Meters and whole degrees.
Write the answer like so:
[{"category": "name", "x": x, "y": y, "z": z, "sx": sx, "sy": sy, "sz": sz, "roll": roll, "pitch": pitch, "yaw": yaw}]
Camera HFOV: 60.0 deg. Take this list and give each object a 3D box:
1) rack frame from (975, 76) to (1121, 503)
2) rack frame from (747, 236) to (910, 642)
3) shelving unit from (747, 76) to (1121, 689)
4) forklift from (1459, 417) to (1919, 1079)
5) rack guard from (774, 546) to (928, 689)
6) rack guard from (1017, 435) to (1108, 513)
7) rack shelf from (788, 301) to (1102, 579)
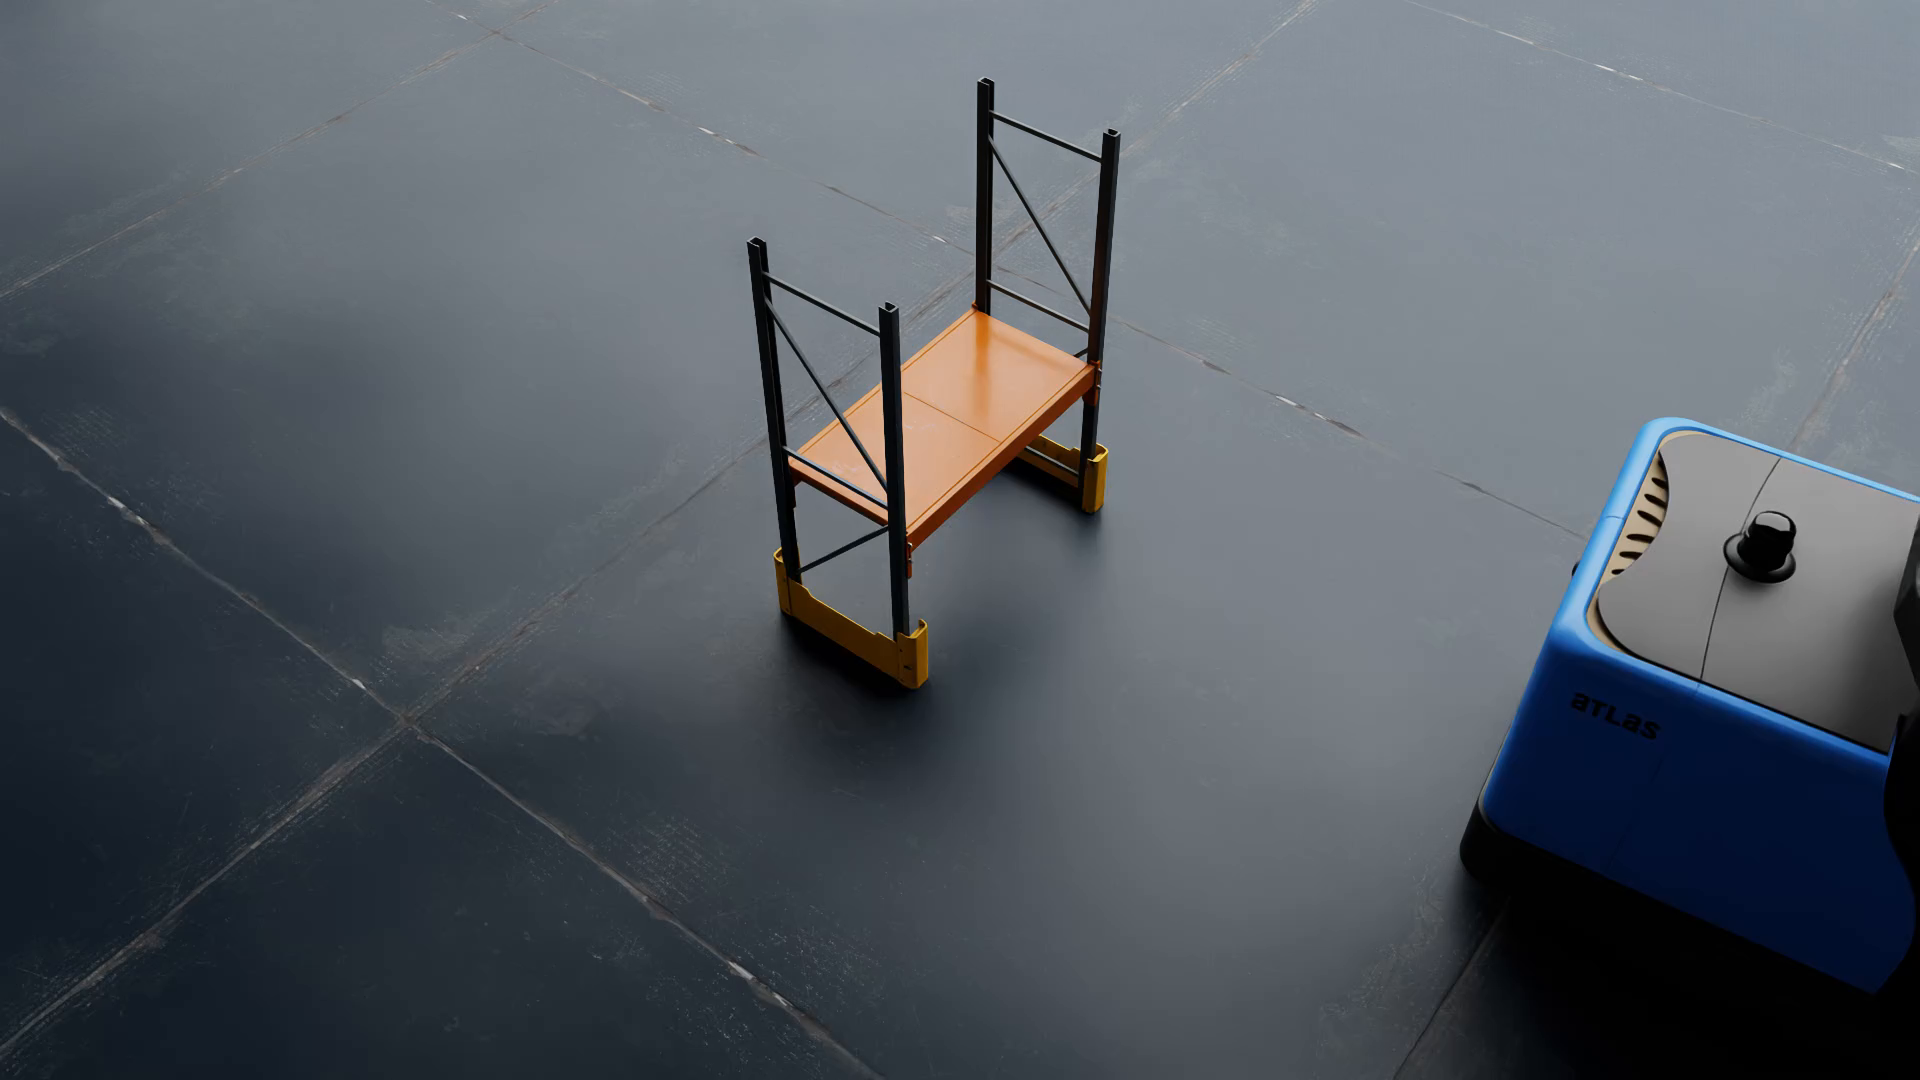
[{"category": "rack frame", "x": 0.259, "y": -0.760, "z": 5.439, "sx": 0.500, "sy": 1.500, "sz": 0.032, "roll": 29, "pitch": 53, "yaw": 25}, {"category": "rack frame", "x": -0.363, "y": -0.178, "z": 4.883, "sx": 0.500, "sy": 1.500, "sz": 0.032, "roll": 29, "pitch": 53, "yaw": 25}, {"category": "shelving unit", "x": -0.047, "y": -0.474, "z": 5.166, "sx": 0.587, "sy": 1.500, "sz": 1.083, "roll": 29, "pitch": 53, "yaw": 25}, {"category": "forklift", "x": 2.969, "y": 0.205, "z": 3.527, "sx": 3.031, "sy": 2.935, "sz": 1.130, "roll": 23, "pitch": 51, "yaw": 21}, {"category": "rack guard", "x": -0.351, "y": 0.242, "z": 5.346, "sx": 0.587, "sy": 0.250, "sz": 0.087, "roll": 29, "pitch": 53, "yaw": 25}, {"category": "rack guard", "x": 0.258, "y": -0.328, "z": 5.890, "sx": 0.587, "sy": 0.250, "sz": 0.087, "roll": 29, "pitch": 53, "yaw": 25}, {"category": "rack shelf", "x": -0.052, "y": -0.345, "z": 5.291, "sx": 0.538, "sy": 0.185, "sz": 1.000, "roll": 29, "pitch": 53, "yaw": 25}]
